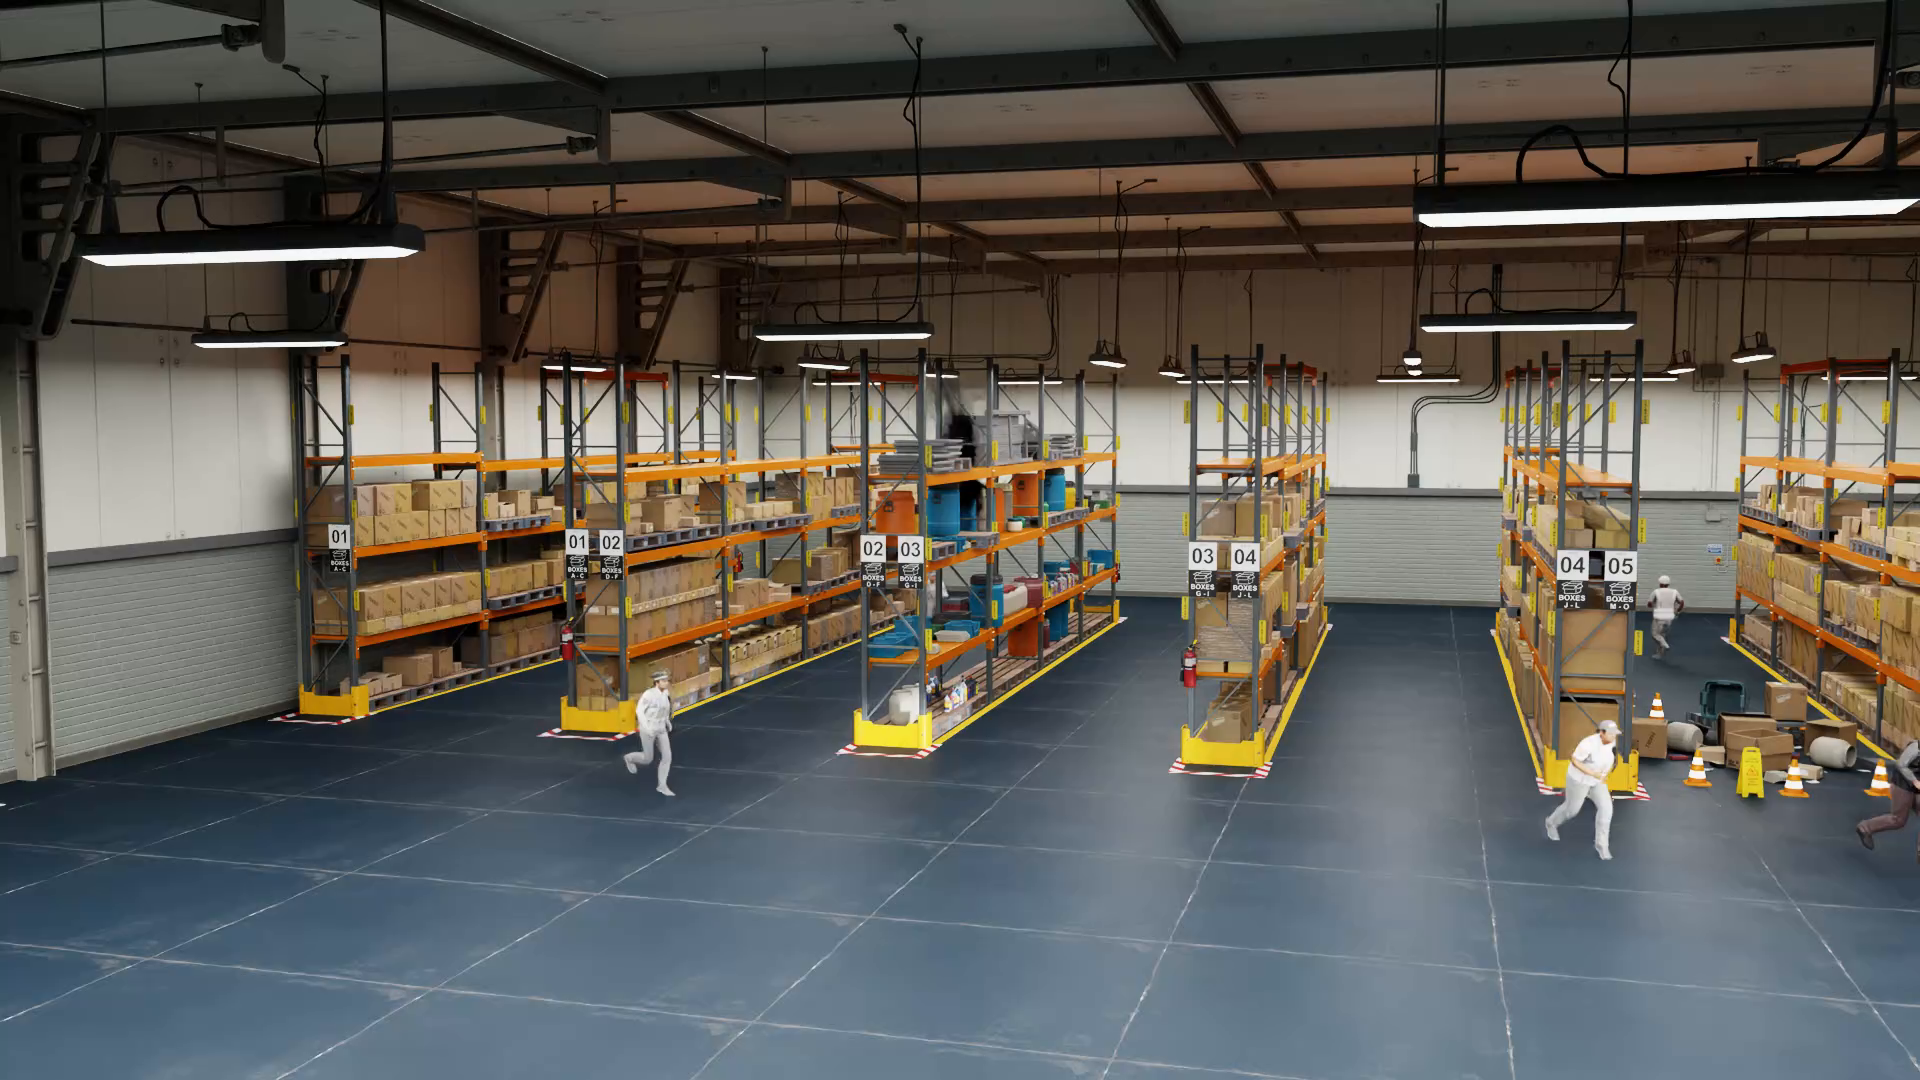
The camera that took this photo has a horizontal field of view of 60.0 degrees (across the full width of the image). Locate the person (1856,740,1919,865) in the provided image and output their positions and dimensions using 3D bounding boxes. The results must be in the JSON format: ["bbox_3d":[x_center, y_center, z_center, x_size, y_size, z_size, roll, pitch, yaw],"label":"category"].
[{"bbox_3d":[10.526,2.809,18.552,0.687,1.677,0.995,-3,5,-34],"label":"person"}]

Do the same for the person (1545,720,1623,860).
[{"bbox_3d":[7.166,2.811,19.087,0.648,1.627,1.025,-2,5,-28],"label":"person"}]

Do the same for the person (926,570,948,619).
[{"bbox_3d":[-0.552,1.465,36.283,0.610,1.696,0.912,0,4,6],"label":"person"}]

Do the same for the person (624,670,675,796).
[{"bbox_3d":[-4.117,2.545,22.151,0.879,1.678,0.624,3,5,35],"label":"person"}]

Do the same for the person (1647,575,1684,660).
[{"bbox_3d":[14.305,1.591,33.780,0.688,1.754,0.802,0,4,-1],"label":"person"}]
